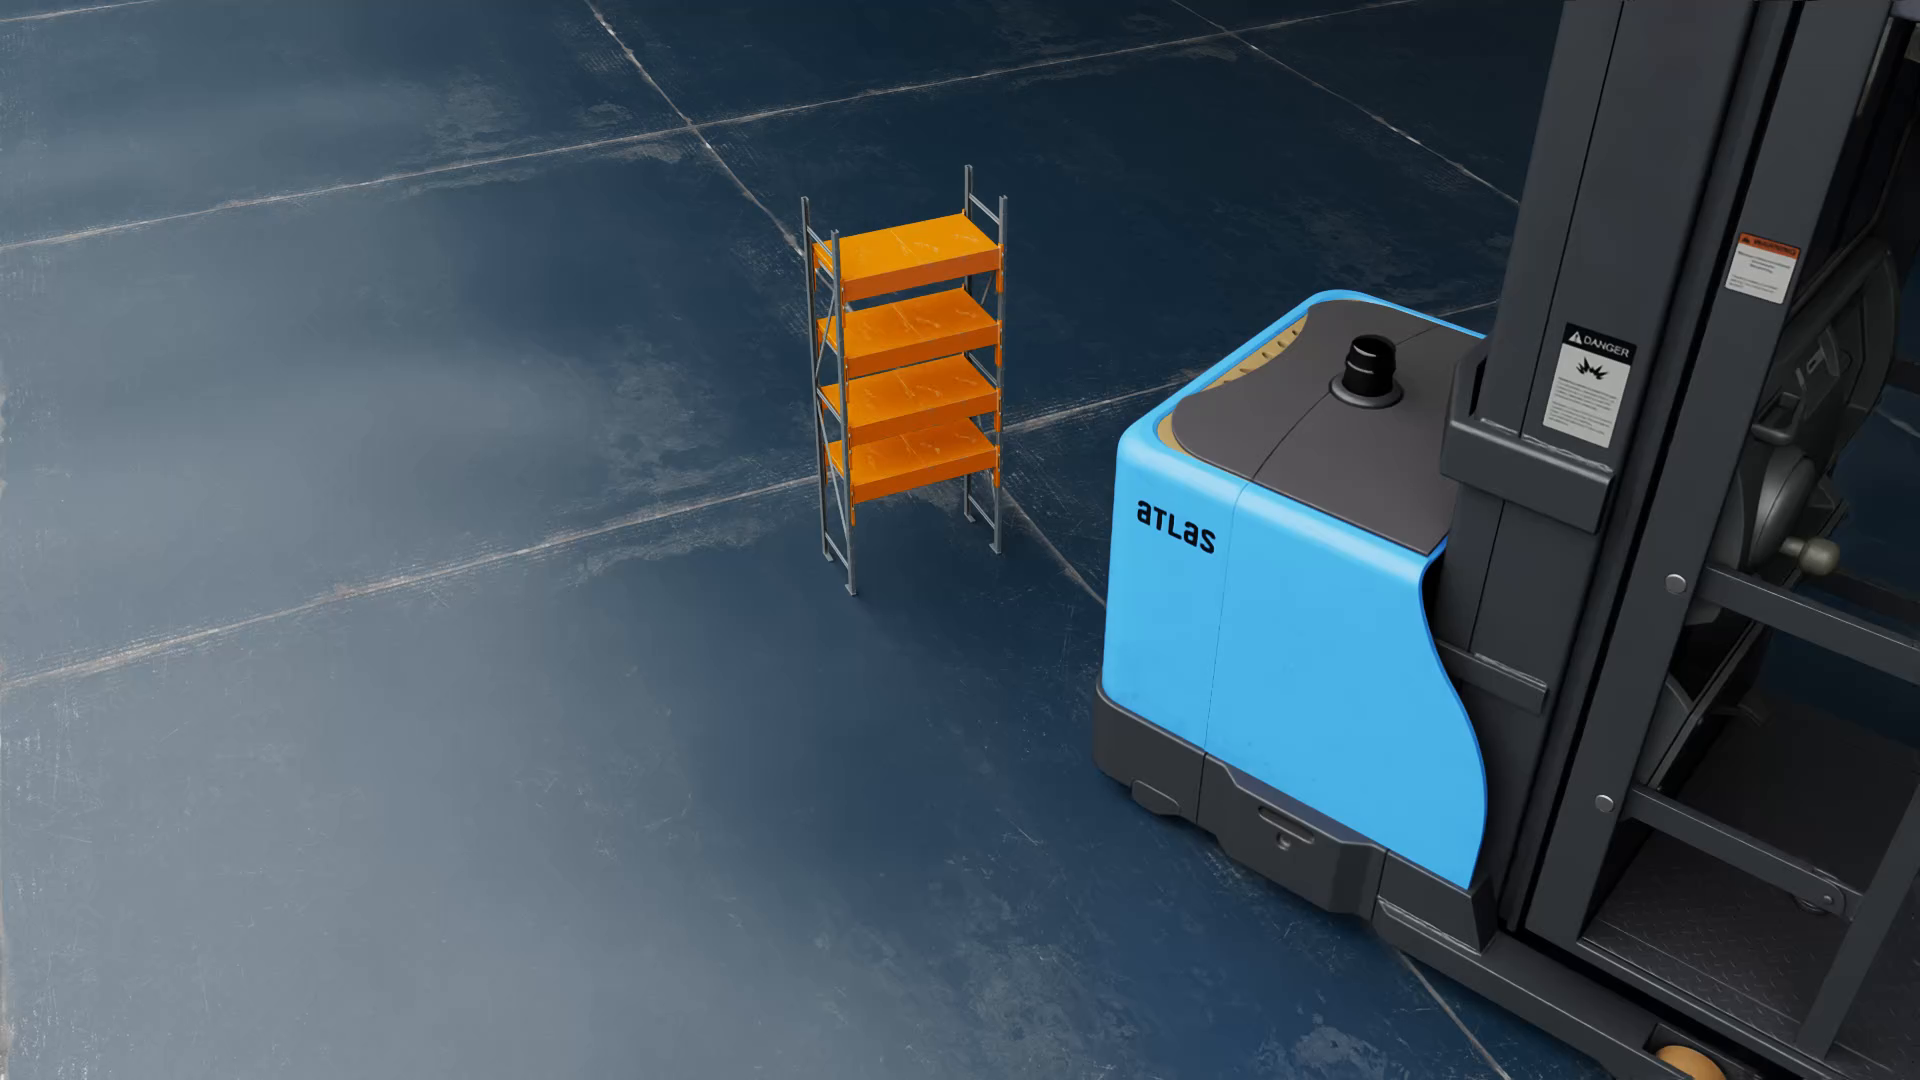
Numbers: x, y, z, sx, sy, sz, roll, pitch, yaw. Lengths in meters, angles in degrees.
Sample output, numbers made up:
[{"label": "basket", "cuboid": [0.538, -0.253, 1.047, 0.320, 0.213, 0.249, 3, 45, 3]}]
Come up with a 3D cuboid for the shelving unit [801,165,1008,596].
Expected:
[{"label": "shelving unit", "cuboid": [-0.150, -0.440, 4.836, 0.503, 1.200, 0.258, -16, 39, -20]}]

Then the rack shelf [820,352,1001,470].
[{"label": "rack shelf", "cuboid": [-0.150, -0.386, 4.876, 0.480, 0.148, 0.258, -16, 39, -20]}]

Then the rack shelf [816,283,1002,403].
[{"label": "rack shelf", "cuboid": [-0.150, -0.566, 4.743, 0.480, 0.148, 0.258, -16, 39, -20]}]

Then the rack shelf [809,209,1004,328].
[{"label": "rack shelf", "cuboid": [-0.150, -0.756, 4.602, 0.480, 0.148, 0.258, -16, 39, -20]}]

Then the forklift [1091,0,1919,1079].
[{"label": "forklift", "cuboid": [1.799, -0.211, 3.074, 3.031, 2.935, 1.130, 27, 44, 31]}]

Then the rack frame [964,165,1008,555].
[{"label": "rack frame", "cuboid": [0.071, -0.502, 4.919, 0.015, 1.200, 0.240, -16, 39, -20]}]

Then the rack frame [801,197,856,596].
[{"label": "rack frame", "cuboid": [-0.371, -0.378, 4.753, 0.015, 1.200, 0.240, -16, 39, -20]}]

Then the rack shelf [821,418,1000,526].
[{"label": "rack shelf", "cuboid": [-0.150, -0.226, 4.994, 0.480, 0.148, 0.258, -16, 39, -20]}]
